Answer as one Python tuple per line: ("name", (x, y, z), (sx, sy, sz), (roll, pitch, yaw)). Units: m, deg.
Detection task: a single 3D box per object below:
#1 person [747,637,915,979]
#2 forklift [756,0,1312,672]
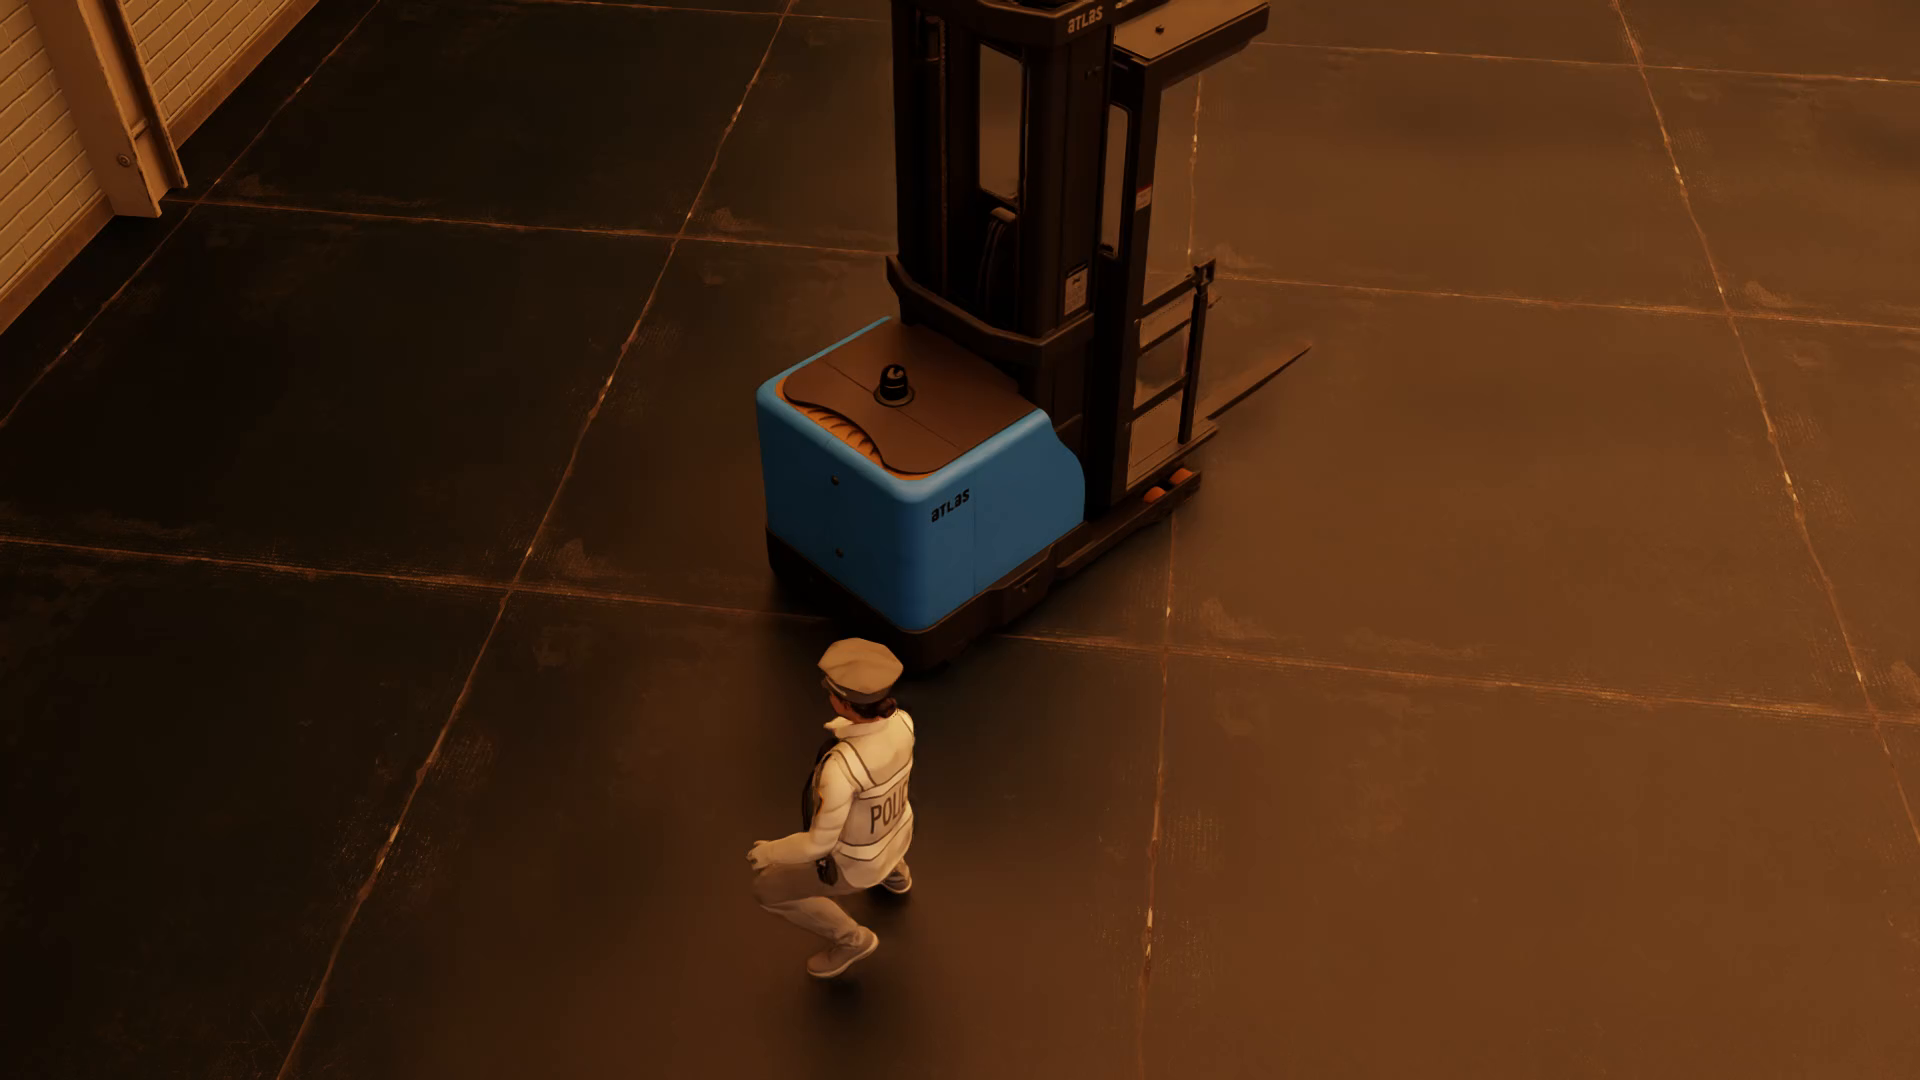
("person", (-0.418, 0.932, 5.736), (0.572, 1.532, 0.724), (23, 47, 23))
("forklift", (0.527, -1.396, 7.244), (3.031, 2.935, 1.130), (-33, 52, -31))
